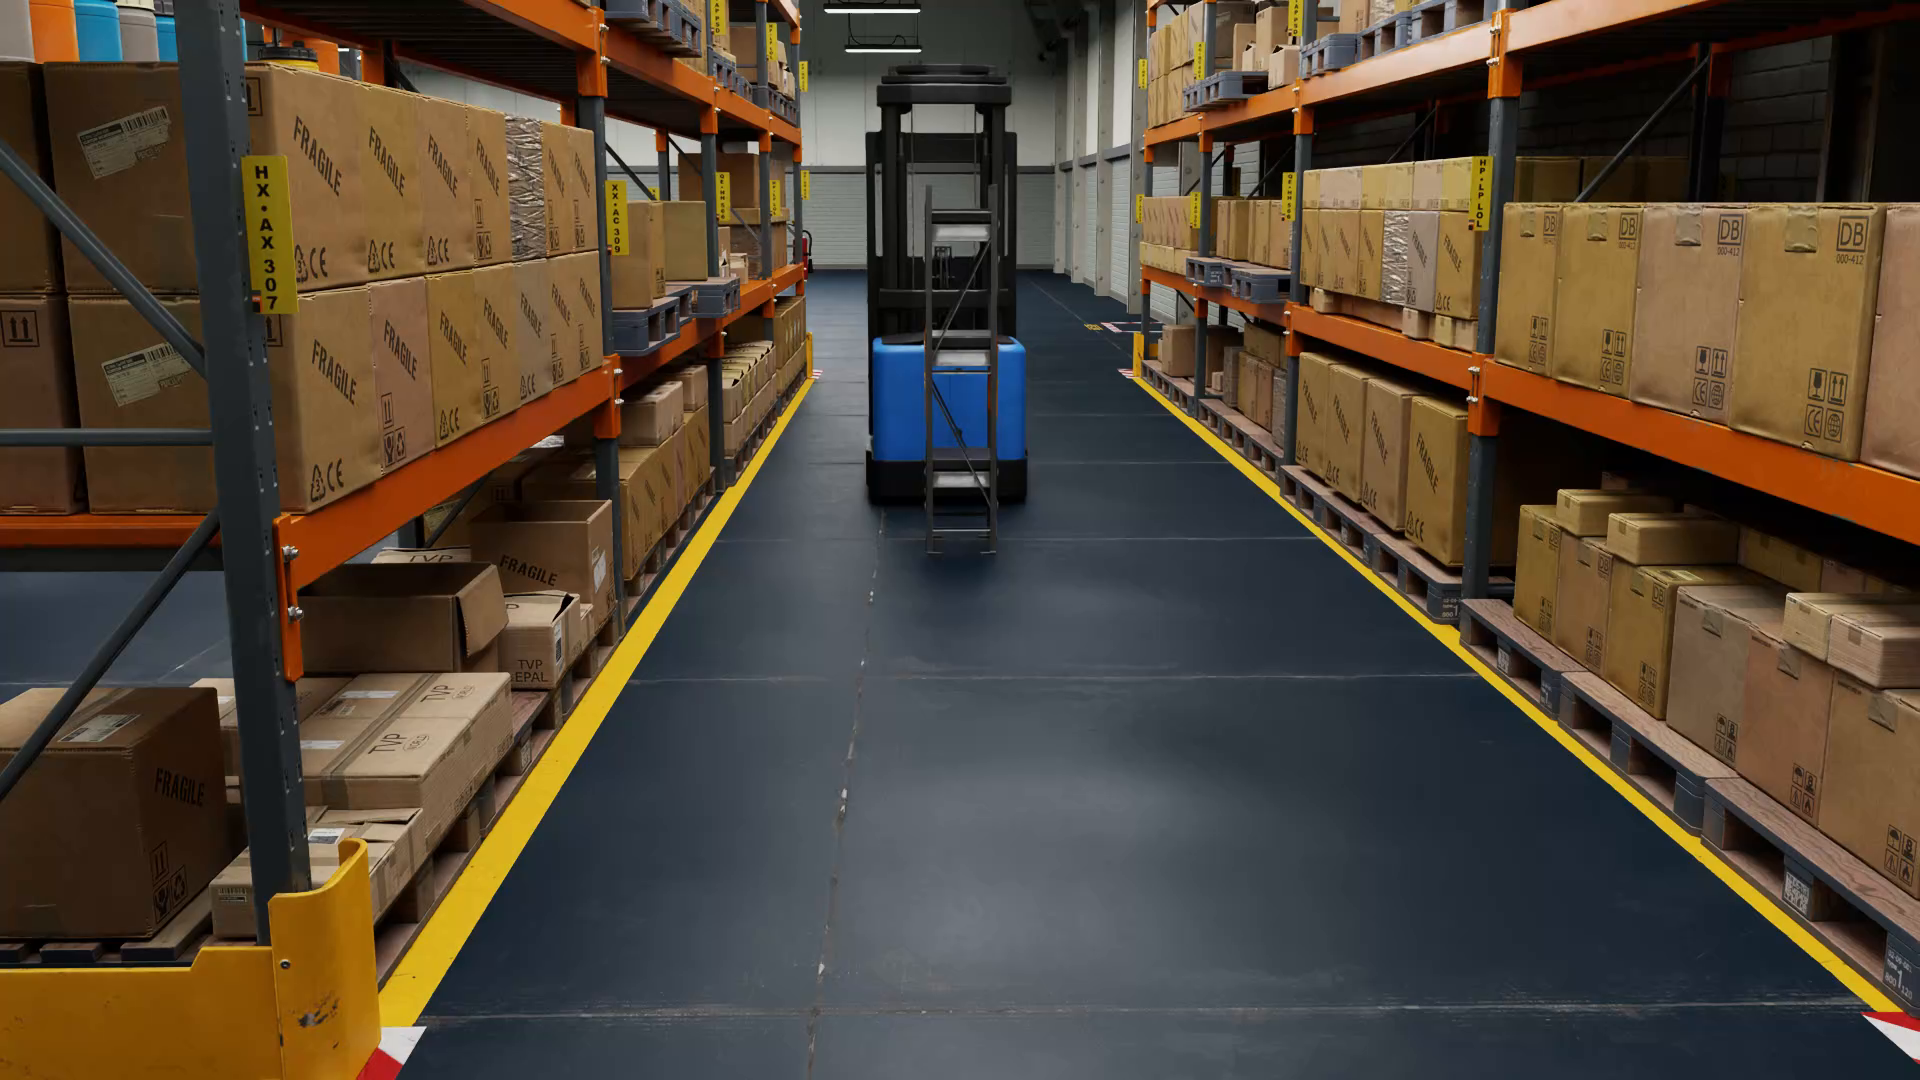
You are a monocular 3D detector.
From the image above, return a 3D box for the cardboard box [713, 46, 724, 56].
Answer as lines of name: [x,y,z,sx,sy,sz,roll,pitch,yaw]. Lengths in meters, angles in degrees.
cardboard box: [-2.222,-3.968,13.848,0.500,0.250,0.500,-1,12,-7]

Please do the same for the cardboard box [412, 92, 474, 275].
cardboard box: [-1.761,-1.043,4.890,0.500,0.500,0.500,0,11,0]

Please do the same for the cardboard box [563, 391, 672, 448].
cardboard box: [-1.861,-0.661,9.066,0.500,0.250,0.500,0,11,-1]

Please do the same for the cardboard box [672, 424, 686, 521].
cardboard box: [-1.875,-0.400,9.668,0.500,0.500,0.500,-1,11,-3]

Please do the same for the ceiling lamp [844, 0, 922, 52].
ceiling lamp: [-1.990,-14.253,43.001,2.000,3.185,0.800,0,11,-1]

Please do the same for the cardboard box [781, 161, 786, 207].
cardboard box: [-2.324,-3.973,18.586,0.700,0.500,0.500,0,11,-1]

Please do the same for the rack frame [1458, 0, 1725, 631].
rack frame: [2.879,-1.028,7.581,1.000,3.000,0.127,0,11,-1]

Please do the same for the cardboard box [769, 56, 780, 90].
cardboard box: [-1.997,-4.506,15.998,0.500,0.311,0.500,-1,12,-4]

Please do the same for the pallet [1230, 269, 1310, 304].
pallet: [2.675,-1.870,12.215,1.213,0.211,1.003,0,11,-1]

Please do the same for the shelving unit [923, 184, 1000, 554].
shelving unit: [0.003,-0.996,9.688,0.431,2.100,0.503,0,11,-1]

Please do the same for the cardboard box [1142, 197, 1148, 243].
cardboard box: [2.340,-3.621,18.803,0.500,0.500,0.500,0,11,-1]

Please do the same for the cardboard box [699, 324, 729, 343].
cardboard box: [-2.466,-2.013,16.412,0.500,0.500,0.500,0,11,-1]

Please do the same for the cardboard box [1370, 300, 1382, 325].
cardboard box: [2.614,-1.338,9.693,0.380,0.149,0.250,0,11,-1]

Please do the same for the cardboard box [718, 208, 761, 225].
cardboard box: [-2.051,-3.018,15.508,0.380,0.149,0.250,0,11,-1]

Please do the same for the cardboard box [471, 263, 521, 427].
cardboard box: [-1.769,-0.651,5.475,0.500,0.500,0.500,0,11,0]

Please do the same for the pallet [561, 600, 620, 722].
pallet: [-2.061,0.497,7.081,1.003,0.211,1.213,0,11,-1]

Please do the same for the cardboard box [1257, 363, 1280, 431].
cardboard box: [2.796,-1.158,13.402,0.700,0.500,0.500,0,11,-1]

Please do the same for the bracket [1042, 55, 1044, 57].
bracket: [2.490,-14.380,49.253,0.076,0.066,3.189,0,11,-1]

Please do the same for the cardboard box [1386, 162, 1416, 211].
cardboard box: [2.602,-1.895,8.918,0.500,0.250,0.500,0,11,0]

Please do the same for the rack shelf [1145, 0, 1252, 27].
rack shelf: [2.672,-5.601,16.854,1.077,0.370,4.000,0,11,-1]

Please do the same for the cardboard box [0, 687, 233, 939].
cardboard box: [-2.249,0.691,4.290,0.500,0.500,0.500,0,11,-1]

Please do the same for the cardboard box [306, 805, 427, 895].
cardboard box: [-1.661,0.827,4.457,0.380,0.166,0.250,0,11,-1]

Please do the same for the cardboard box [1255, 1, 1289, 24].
cardboard box: [2.989,-4.735,15.496,0.500,0.500,0.500,0,11,0]

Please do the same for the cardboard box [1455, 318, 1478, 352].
cardboard box: [2.589,-0.980,7.929,0.380,0.149,0.250,0,11,-1]

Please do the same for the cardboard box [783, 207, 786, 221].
cardboard box: [-2.111,-3.581,18.283,0.380,0.149,0.250,0,11,-2]

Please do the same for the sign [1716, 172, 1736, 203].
sign: [3.433,-1.493,7.499,0.100,0.325,0.005,0,11,-1]

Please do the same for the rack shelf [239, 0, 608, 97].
rack shelf: [-2.033,-1.727,5.290,1.077,0.370,4.000,0,11,-1]

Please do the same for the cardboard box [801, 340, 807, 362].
cardboard box: [-2.015,-2.145,18.947,0.500,0.250,0.500,0,11,-1]

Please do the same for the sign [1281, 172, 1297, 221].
sign: [2.254,-2.347,11.372,0.100,0.325,0.005,0,11,-1]

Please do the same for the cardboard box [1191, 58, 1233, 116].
cardboard box: [2.456,-4.247,15.601,0.500,0.500,0.500,0,11,0]

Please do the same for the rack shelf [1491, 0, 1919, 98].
rack shelf: [2.920,-1.748,5.394,1.077,0.370,4.000,0,11,-1]

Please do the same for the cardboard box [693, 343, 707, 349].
cardboard box: [-2.480,-1.647,15.081,0.500,0.311,0.500,0,11,-1]

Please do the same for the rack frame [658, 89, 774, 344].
rack frame: [-2.239,-2.597,15.315,1.000,3.000,0.127,0,11,-1]

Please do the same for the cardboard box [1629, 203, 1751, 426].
cardboard box: [2.908,-0.777,5.591,0.980,0.700,0.700,-1,11,-4]

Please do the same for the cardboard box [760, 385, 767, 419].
cardboard box: [-1.921,-1.172,14.149,0.500,0.250,0.500,0,11,0]

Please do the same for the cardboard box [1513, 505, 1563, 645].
cardboard box: [2.792,0.141,7.053,0.700,0.500,0.500,0,11,0]

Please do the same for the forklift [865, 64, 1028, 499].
forklift: [-0.148,-1.962,12.358,1.130,2.935,3.031,-1,11,-3]

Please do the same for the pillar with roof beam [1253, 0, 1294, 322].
pillar with roof beam: [-0.794,-6.200,17.986,9.100,9.000,0.400,0,11,-1]

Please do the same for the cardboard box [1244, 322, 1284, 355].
cardboard box: [2.758,-1.742,14.397,0.500,0.250,0.500,0,11,-2]

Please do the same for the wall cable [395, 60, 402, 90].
wall cable: [-17.850,-14.345,49.582,2.305,6.003,0.169,0,11,-1]

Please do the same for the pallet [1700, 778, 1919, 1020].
pallet: [2.867,0.975,4.720,1.003,0.211,1.213,0,11,-1]

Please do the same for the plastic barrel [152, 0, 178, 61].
plastic barrel: [-6.964,-4.193,14.377,0.600,0.901,0.708,0,11,-1]

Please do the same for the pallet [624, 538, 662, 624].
pallet: [-2.129,0.199,8.550,1.003,0.211,1.213,0,11,-1]

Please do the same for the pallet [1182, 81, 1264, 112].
pallet: [2.620,-3.873,14.533,1.213,0.211,1.003,0,11,-1]

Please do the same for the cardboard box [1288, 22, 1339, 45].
cardboard box: [2.862,-3.611,12.461,0.797,0.503,0.637,1,12,7]

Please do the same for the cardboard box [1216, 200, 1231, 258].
cardboard box: [2.690,-2.781,14.866,0.700,0.500,0.500,0,11,-1]

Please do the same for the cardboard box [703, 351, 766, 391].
cardboard box: [-1.919,-1.448,14.101,0.500,0.311,0.500,0,11,-1]

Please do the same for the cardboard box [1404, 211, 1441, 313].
cardboard box: [2.597,-1.424,8.486,0.500,0.500,0.500,0,11,-1]

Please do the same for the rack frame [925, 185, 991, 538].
rack frame: [-0.002,-1.045,9.927,0.400,2.100,0.015,0,11,-1]

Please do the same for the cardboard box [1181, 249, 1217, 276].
cardboard box: [2.401,-2.647,15.890,0.500,0.250,0.500,0,11,-1]

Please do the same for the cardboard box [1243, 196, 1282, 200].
cardboard box: [2.912,-3.016,15.822,0.500,0.500,0.500,-1,11,-2]

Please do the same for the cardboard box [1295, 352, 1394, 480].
cardboard box: [2.680,-0.828,10.949,0.750,0.750,0.750,0,11,-2]

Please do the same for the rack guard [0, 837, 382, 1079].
rack guard: [-1.993,0.998,3.880,1.175,0.500,0.348,0,11,-1]

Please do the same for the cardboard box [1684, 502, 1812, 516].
cardboard box: [3.006,-0.050,6.360,0.380,0.149,0.250,-1,11,-3]

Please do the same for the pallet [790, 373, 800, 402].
pallet: [-2.242,-1.632,17.571,1.003,0.211,1.213,0,11,-1]
